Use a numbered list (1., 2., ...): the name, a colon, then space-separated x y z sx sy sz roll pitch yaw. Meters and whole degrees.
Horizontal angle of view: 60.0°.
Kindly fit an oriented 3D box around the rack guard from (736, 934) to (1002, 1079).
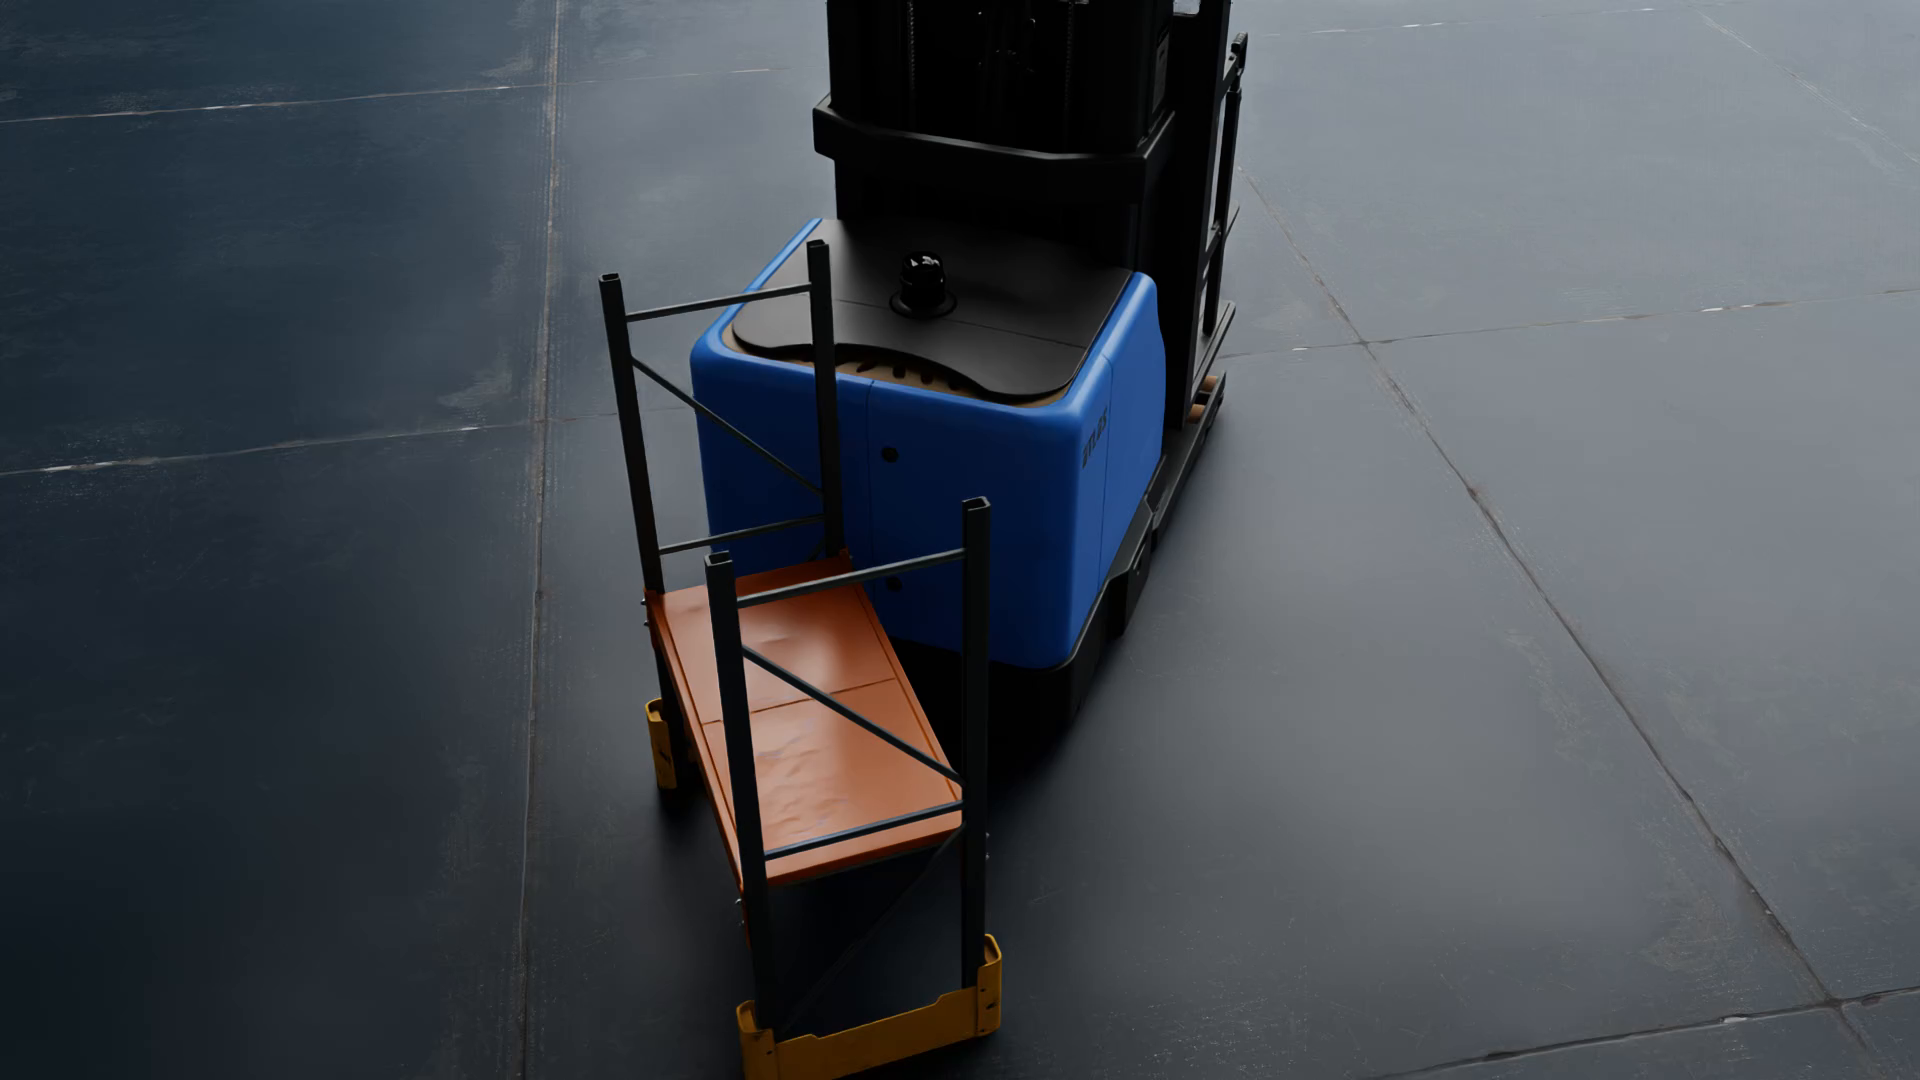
1. rack guard: -0.193 1.058 3.684 0.587 0.250 0.087 -12 40 -15

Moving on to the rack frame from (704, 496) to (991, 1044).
1. rack frame: -0.187 0.576 3.286 0.500 1.500 0.032 -12 40 -15

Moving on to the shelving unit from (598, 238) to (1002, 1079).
1. shelving unit: -0.360 0.277 3.671 0.587 1.500 1.083 -12 40 -15

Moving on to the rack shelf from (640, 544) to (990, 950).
1. rack shelf: -0.357 0.424 3.775 0.538 0.185 1.000 -12 40 -15

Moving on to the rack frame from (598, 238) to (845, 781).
1. rack frame: -0.528 -0.012 4.043 0.500 1.500 0.032 -12 40 -15

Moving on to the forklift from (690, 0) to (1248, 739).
1. forklift: 0.282 -1.532 4.832 1.130 2.935 3.031 12 40 15

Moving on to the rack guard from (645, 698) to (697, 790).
1. rack guard: -0.527 0.482 4.425 0.587 0.250 0.087 -12 40 -15
